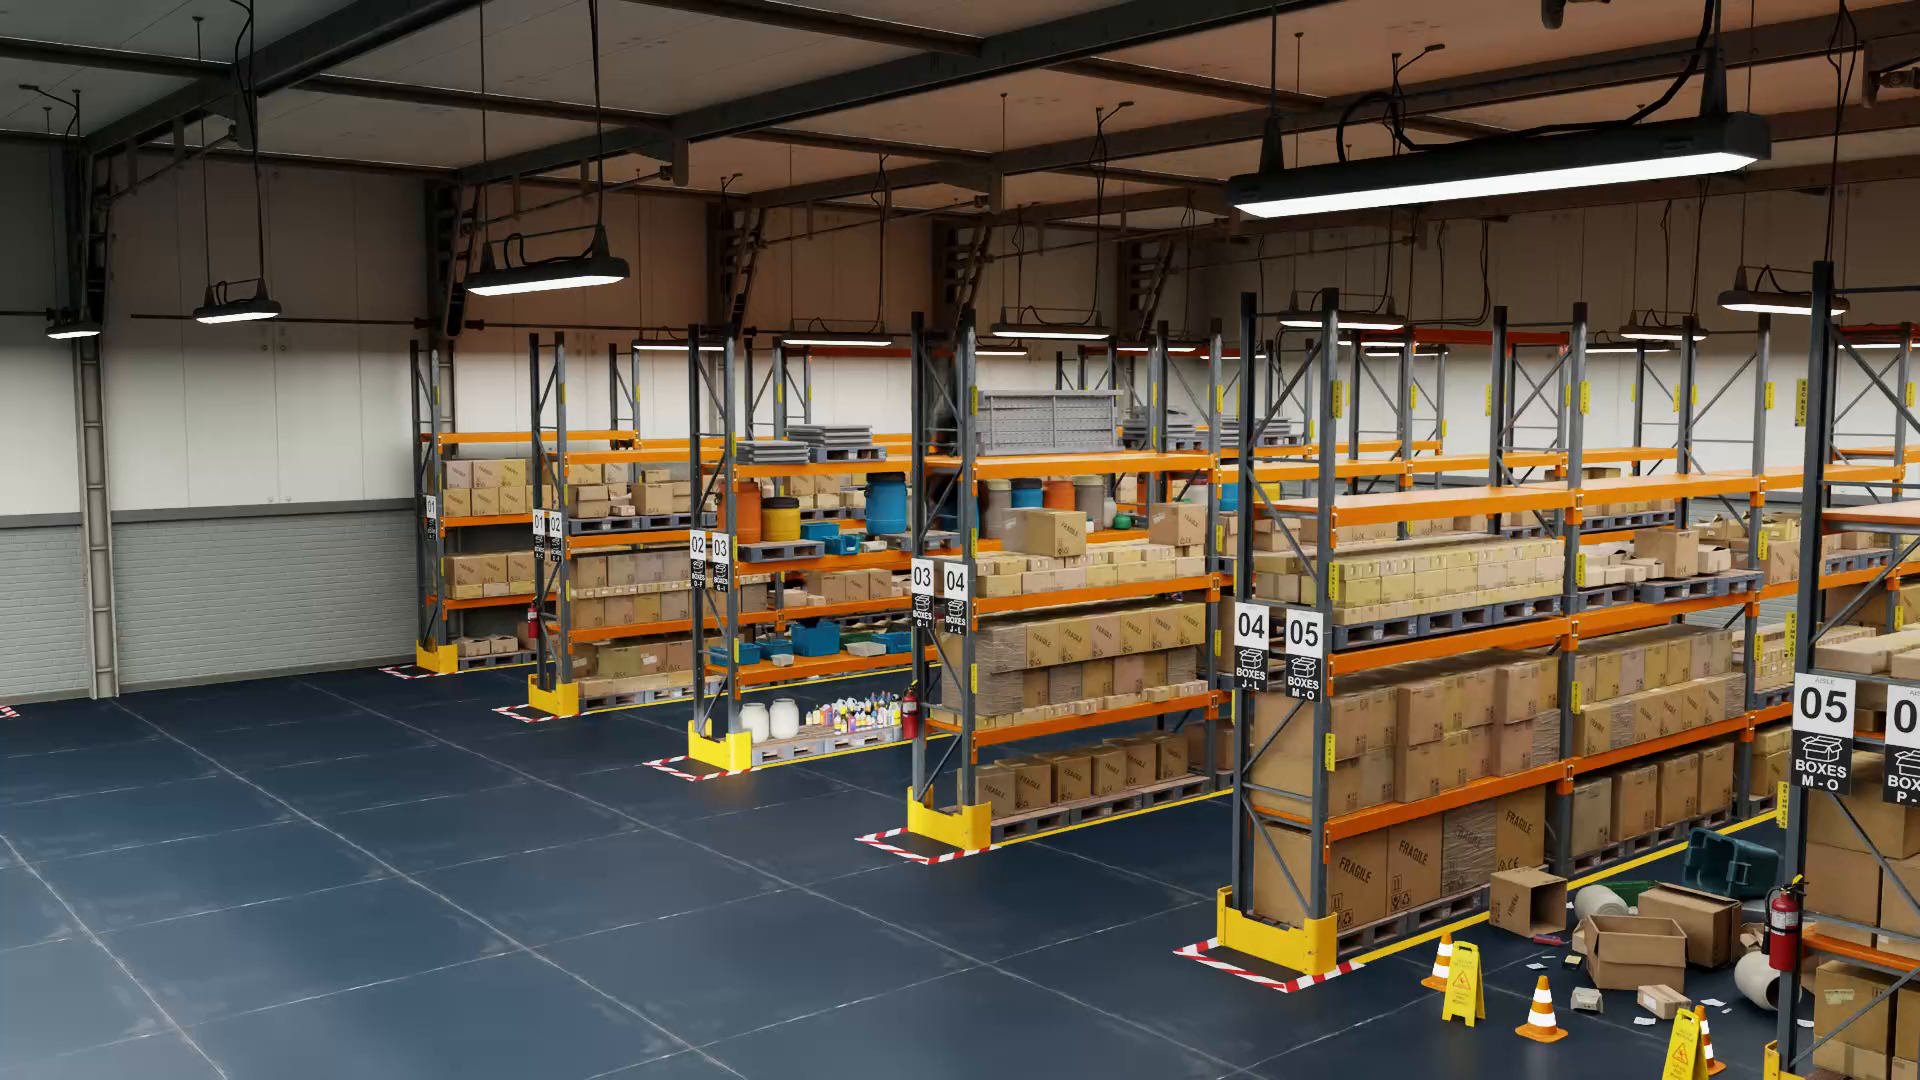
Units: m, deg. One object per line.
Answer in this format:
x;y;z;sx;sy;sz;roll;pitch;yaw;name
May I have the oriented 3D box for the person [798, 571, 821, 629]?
-2.857;1.412;31.786;0.783;1.643;0.614;-5;7;-44;person
